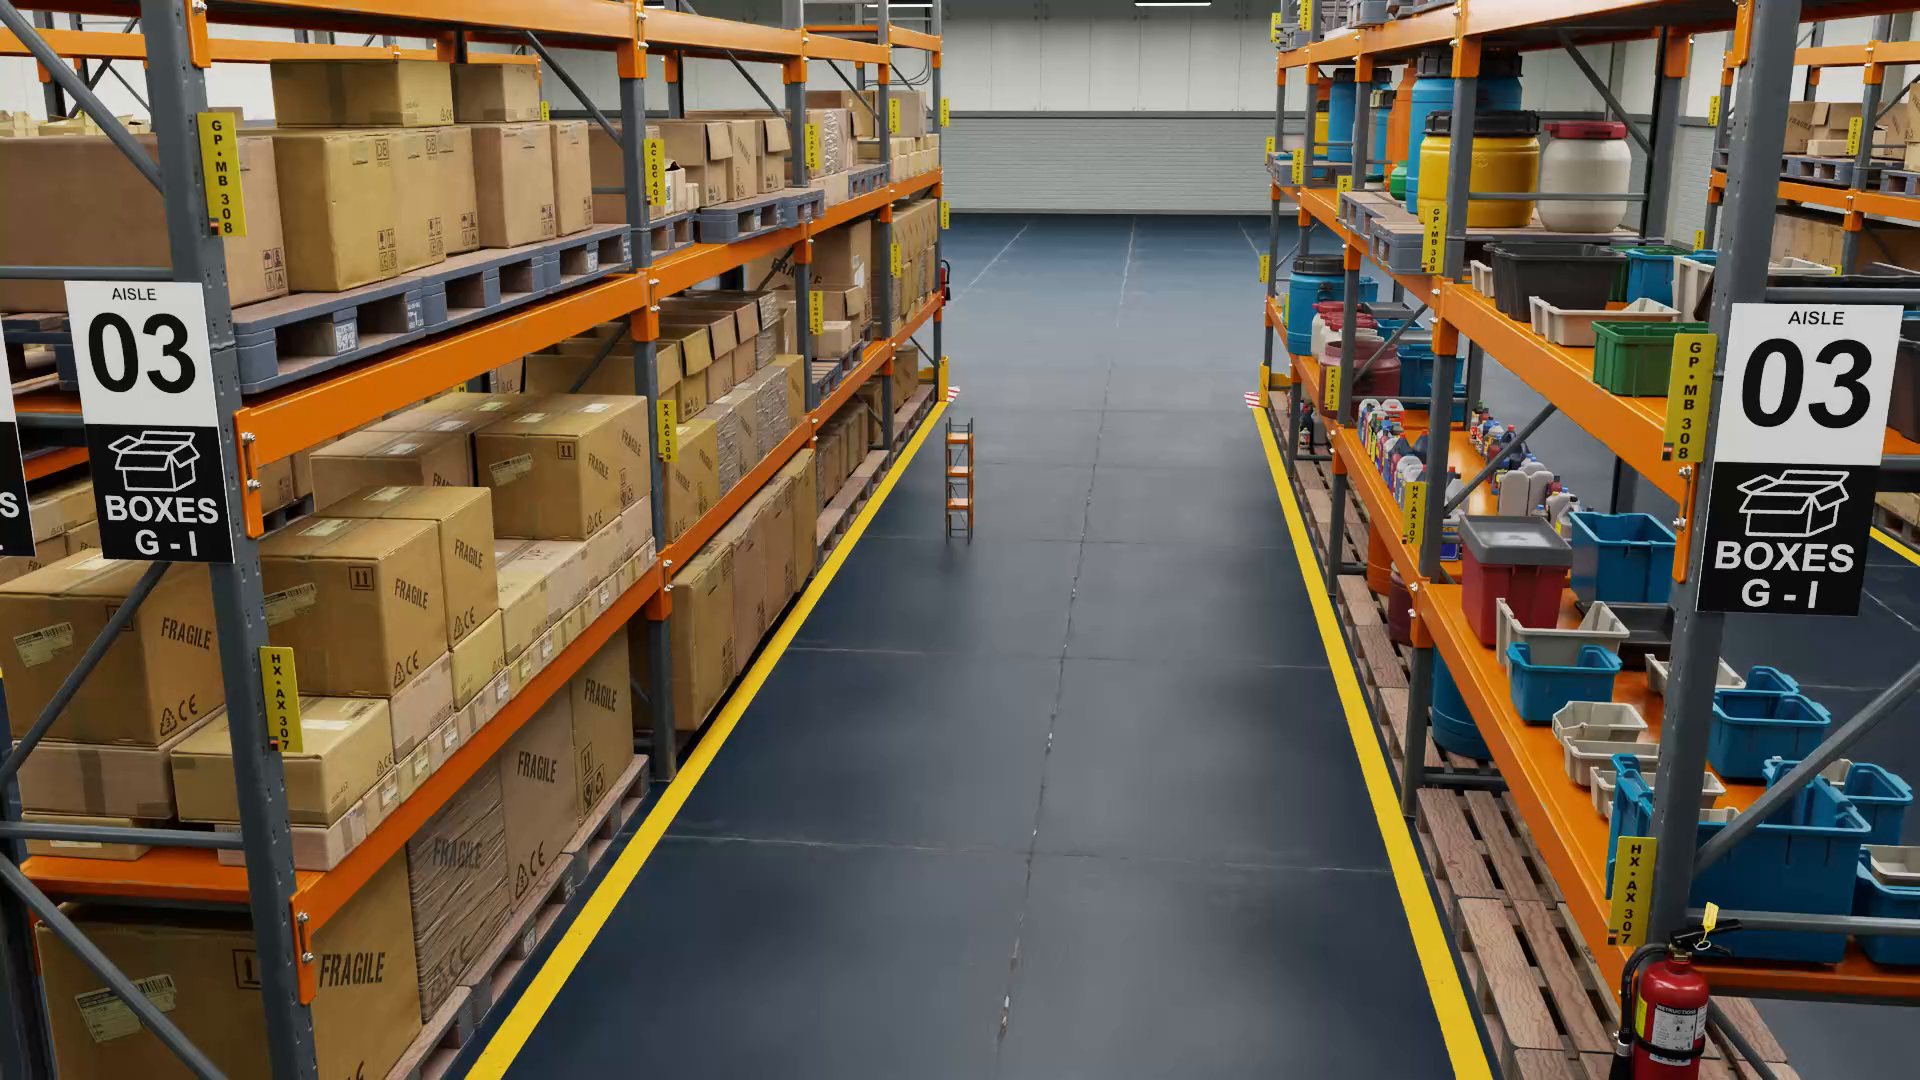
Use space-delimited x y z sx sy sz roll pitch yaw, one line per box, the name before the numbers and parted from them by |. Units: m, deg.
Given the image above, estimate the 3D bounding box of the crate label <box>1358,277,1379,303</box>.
crate label | 4.251 -2.628 18.068 0.502 0.435 0.616 2 15 6

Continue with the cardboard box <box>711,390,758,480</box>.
cardboard box | -1.620 -0.685 10.756 0.500 0.500 0.500 2 15 7

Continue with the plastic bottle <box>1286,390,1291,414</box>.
plastic bottle | 3.675 -1.531 18.461 0.097 0.271 0.097 0 15 0

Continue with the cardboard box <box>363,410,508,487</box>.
cardboard box | -2.457 -0.319 7.877 0.500 0.500 0.500 2 15 6

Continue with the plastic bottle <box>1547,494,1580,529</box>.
plastic bottle | 3.307 -0.128 9.127 0.152 0.276 0.135 2 15 6

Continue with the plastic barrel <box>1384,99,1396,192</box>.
plastic barrel | 3.669 -3.053 13.138 0.600 0.830 0.708 2 15 6

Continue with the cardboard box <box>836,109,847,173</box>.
cardboard box | -1.215 -3.282 13.656 0.500 0.500 0.500 1 15 5

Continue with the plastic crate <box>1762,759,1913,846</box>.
plastic crate | 2.813 0.880 5.367 0.416 0.233 0.300 2 15 6

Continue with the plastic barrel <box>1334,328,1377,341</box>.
plastic barrel | 3.238 -1.458 13.593 0.421 0.512 0.421 0 15 0

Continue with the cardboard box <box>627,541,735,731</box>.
cardboard box | -2.034 0.526 9.735 1.225 0.875 0.875 2 15 6

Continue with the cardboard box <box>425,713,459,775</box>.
cardboard box | -2.085 0.746 6.140 0.380 0.149 0.250 1 15 5

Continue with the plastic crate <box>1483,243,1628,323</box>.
plastic crate | 2.423 -1.055 6.821 0.497 0.269 0.590 2 15 6

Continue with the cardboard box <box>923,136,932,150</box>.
cardboard box | -0.526 -4.525 18.928 0.380 0.149 0.250 2 15 7

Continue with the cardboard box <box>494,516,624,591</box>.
cardboard box | -1.931 0.055 7.929 0.500 0.250 0.500 2 15 8

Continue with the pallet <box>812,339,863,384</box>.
pallet | -1.452 -1.590 14.662 1.003 0.211 1.213 2 15 6

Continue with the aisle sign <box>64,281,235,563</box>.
aisle sign | -2.247 -0.320 4.619 0.394 0.787 0.004 2 15 6

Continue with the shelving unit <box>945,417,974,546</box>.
shelving unit | -0.006 -0.493 13.974 0.215 1.050 0.252 2 15 6

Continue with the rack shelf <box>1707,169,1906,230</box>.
rack shelf | 8.885 -3.532 17.108 1.077 0.370 4.000 2 15 6

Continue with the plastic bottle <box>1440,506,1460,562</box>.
plastic bottle | 2.559 -0.036 8.787 0.152 0.276 0.135 2 15 6

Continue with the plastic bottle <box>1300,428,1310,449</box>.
plastic bottle | 3.469 -1.024 16.720 0.097 0.201 0.097 0 15 0

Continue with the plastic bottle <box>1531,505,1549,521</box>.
plastic bottle | 3.181 -0.091 9.132 0.097 0.201 0.097 0 15 0

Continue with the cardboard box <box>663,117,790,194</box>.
cardboard box | -1.632 -2.708 11.681 0.797 0.503 0.637 3 15 10

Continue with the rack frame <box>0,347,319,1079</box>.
rack frame | -2.537 0.907 5.060 1.000 3.000 0.127 2 15 6

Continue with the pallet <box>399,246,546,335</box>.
pallet | -2.329 -1.008 6.566 1.003 0.211 1.213 2 15 6

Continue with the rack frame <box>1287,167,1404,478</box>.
rack frame | 3.738 -2.059 16.031 1.000 3.000 0.127 2 15 6

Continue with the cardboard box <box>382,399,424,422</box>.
cardboard box | -6.081 -1.330 16.841 1.050 0.750 0.750 2 15 6

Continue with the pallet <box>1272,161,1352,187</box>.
pallet | 3.722 -3.606 16.366 1.213 0.211 1.003 2 15 6

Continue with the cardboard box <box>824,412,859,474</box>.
cardboard box | -1.346 -0.929 15.797 0.700 0.500 0.500 2 15 6

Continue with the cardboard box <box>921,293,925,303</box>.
cardboard box | -0.608 -2.846 19.421 0.380 0.149 0.250 2 15 6

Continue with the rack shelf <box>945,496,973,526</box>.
rack shelf | -0.006 -0.214 14.049 0.215 0.259 0.240 2 15 6

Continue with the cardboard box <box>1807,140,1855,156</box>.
cardboard box | 8.524 -3.830 16.242 0.380 0.149 0.250 2 15 6

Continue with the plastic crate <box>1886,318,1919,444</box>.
plastic crate | 2.704 -0.423 4.485 0.497 0.269 0.590 2 15 6

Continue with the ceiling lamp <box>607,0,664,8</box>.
ceiling lamp | -8.817 -15.878 44.460 2.000 3.185 0.800 2 15 6

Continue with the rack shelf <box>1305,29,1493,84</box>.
rack shelf | 3.512 -3.896 13.475 1.077 0.370 4.000 2 15 6

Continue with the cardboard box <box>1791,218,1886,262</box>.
cardboard box | 8.816 -2.963 16.697 0.700 0.500 0.500 2 15 6

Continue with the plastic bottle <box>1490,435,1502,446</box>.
plastic bottle | 3.553 -0.593 10.989 0.097 0.201 0.097 0 15 0

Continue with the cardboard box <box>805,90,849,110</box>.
cardboard box | -1.386 -4.210 16.521 0.500 0.500 0.500 1 15 5

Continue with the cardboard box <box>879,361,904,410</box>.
cardboard box | -0.942 -1.759 18.906 0.500 0.500 0.500 3 15 11

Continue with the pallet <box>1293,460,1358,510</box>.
pallet | 3.688 -0.508 15.637 1.003 0.211 1.213 2 15 6

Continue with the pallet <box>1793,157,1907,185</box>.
pallet | 8.730 -3.540 15.928 1.003 0.211 1.213 2 15 6

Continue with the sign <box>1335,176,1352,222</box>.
sign | 2.739 -2.434 11.869 0.100 0.325 0.005 2 15 6

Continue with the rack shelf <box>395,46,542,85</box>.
rack shelf | -5.874 -5.252 18.489 1.077 0.370 4.000 2 15 6

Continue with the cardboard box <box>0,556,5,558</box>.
cardboard box | -6.599 0.017 10.899 0.500 0.250 0.500 2 15 8

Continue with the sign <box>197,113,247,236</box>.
sign | -1.987 -0.983 4.478 0.100 0.325 0.005 2 15 6

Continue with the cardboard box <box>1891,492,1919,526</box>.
cardboard box | 8.195 -0.291 13.957 0.500 0.250 0.500 2 15 7

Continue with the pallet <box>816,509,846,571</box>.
pallet | -1.545 -0.024 13.847 1.003 0.211 1.213 2 15 6

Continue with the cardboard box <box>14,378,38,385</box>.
cardboard box | -6.356 -1.095 11.002 0.380 0.149 0.250 2 15 8

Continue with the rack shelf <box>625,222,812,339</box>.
rack shelf | -1.860 -1.750 10.518 1.077 0.370 4.000 2 15 6

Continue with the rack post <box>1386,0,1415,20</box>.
rack post | 2.937 -3.168 9.595 0.937 0.300 0.954 3 15 12

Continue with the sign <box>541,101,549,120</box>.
sign | -5.111 -5.232 20.475 0.100 0.325 0.005 2 15 6

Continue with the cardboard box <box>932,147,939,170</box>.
cardboard box | -0.534 -4.486 19.545 0.500 0.250 0.500 2 15 8

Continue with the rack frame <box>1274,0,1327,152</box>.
rack frame | 4.189 -5.993 19.084 1.000 3.000 0.127 2 15 6

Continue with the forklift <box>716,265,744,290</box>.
forklift | -2.727 -2.173 16.583 1.130 2.935 3.031 0 15 1

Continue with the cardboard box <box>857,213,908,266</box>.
cardboard box | -0.825 -3.119 17.271 0.500 0.500 0.500 2 15 6

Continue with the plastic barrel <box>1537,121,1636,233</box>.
plastic barrel | 3.144 -1.830 8.371 0.433 0.535 0.433 0 15 0

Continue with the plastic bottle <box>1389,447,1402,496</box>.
plastic bottle | 2.679 -0.422 10.198 0.061 0.283 0.133 2 15 6

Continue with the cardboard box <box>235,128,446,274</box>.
cardboard box | -2.338 -1.254 6.120 0.700 0.500 0.500 1 15 2

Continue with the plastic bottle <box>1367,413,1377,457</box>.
plastic bottle | 2.804 -0.709 11.262 0.061 0.283 0.133 2 15 6

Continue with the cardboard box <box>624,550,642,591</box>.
cardboard box | -1.824 0.147 8.354 0.380 0.149 0.250 2 15 7
